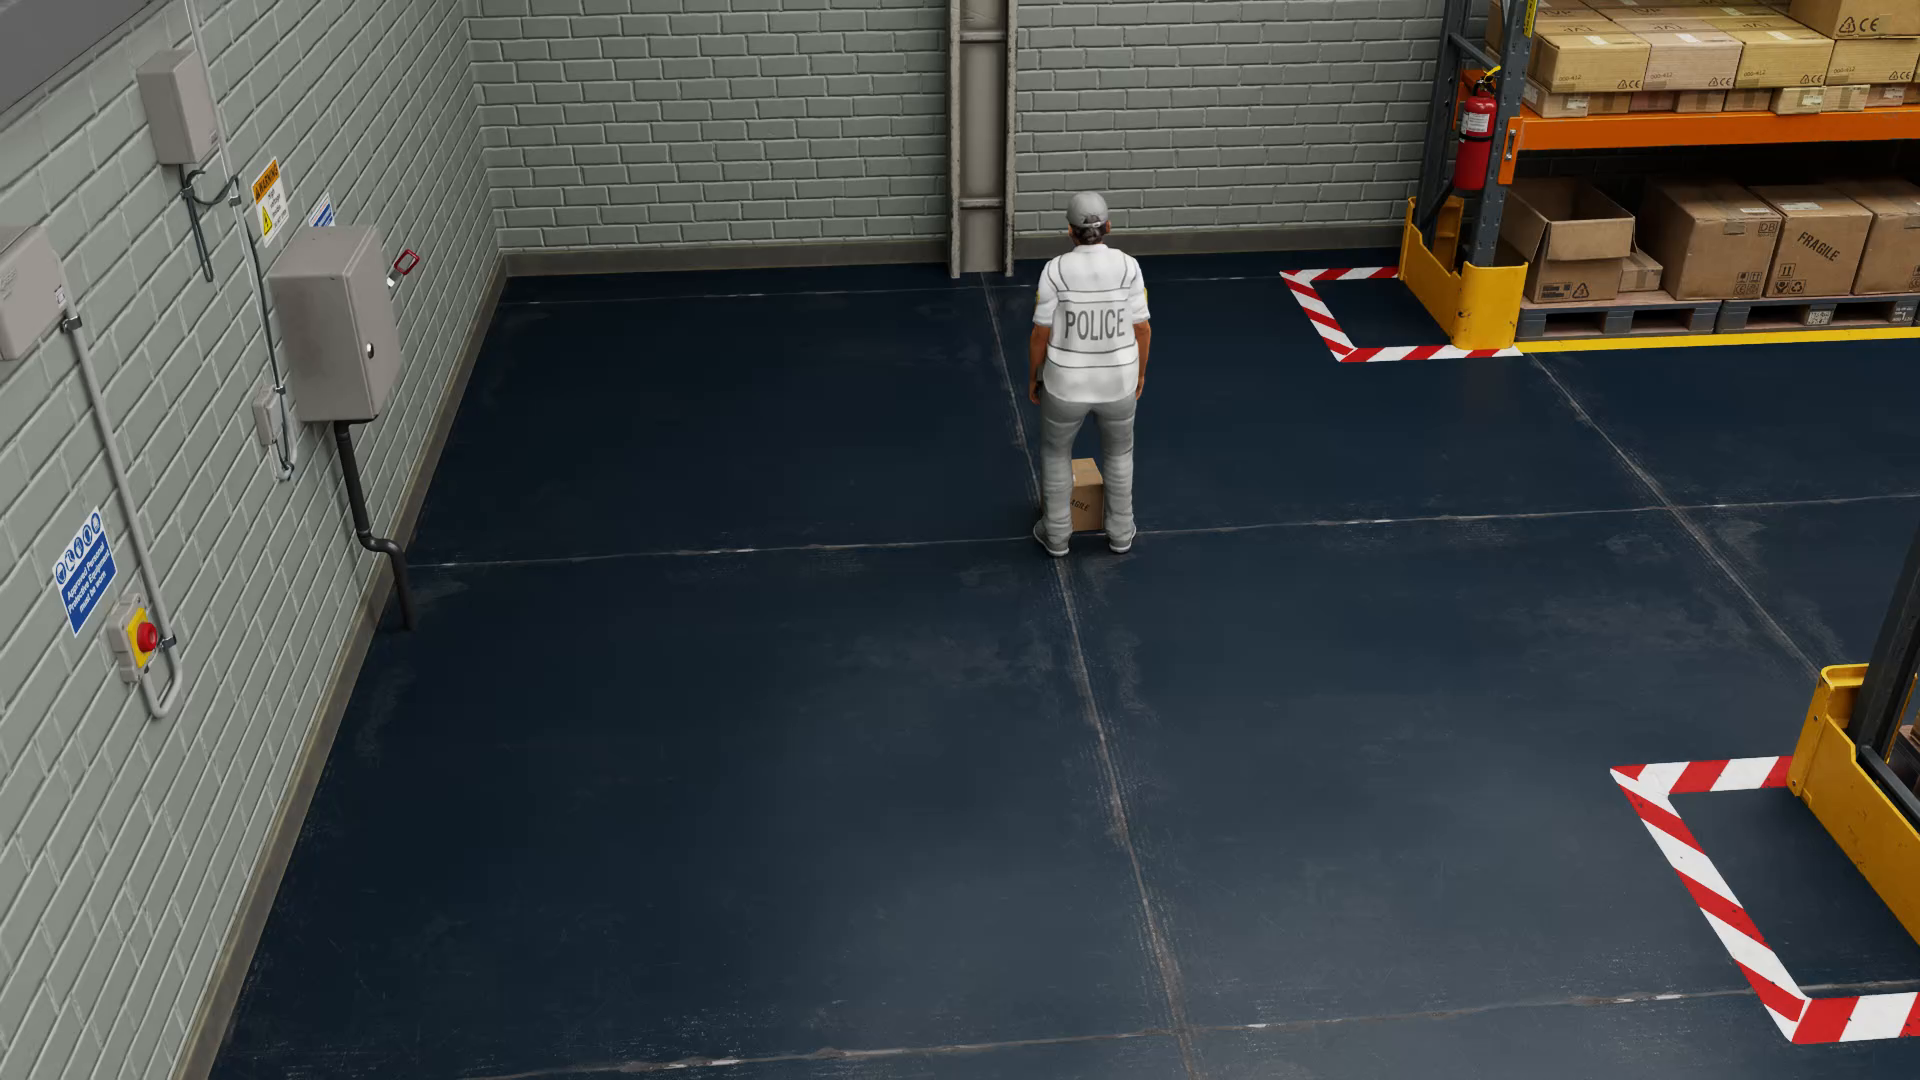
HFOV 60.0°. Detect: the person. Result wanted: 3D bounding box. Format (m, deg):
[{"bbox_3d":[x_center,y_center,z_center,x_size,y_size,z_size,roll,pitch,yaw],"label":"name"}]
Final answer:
[{"bbox_3d":[0.563,-0.701,7.280,0.538,1.666,0.465,-3,31,-4],"label":"person"}]
